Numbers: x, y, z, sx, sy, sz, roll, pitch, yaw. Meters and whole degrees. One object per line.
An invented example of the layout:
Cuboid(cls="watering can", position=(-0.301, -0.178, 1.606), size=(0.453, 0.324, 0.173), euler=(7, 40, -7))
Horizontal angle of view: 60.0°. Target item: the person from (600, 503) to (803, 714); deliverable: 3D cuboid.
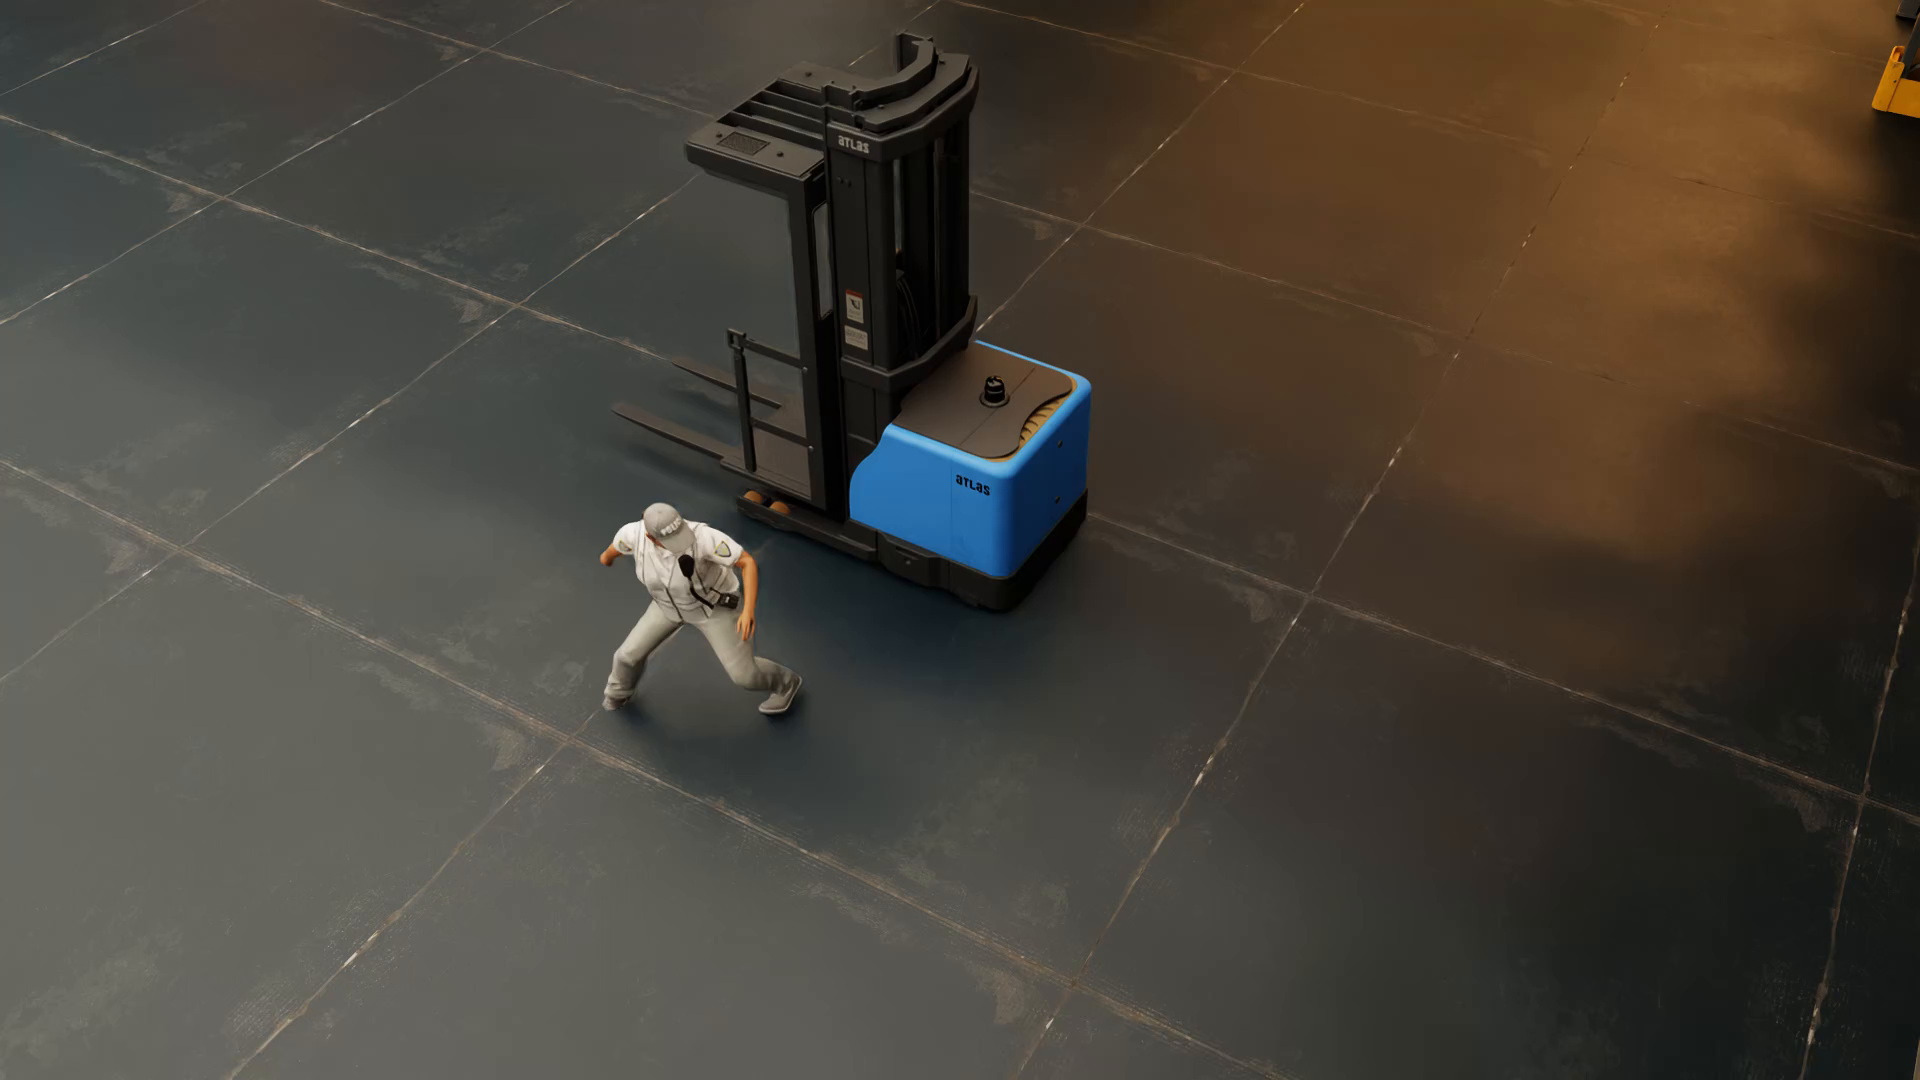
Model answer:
Cuboid(cls="person", position=(-1.438, 0.365, 8.548), size=(1.077, 1.611, 0.531), euler=(13, 43, 14))

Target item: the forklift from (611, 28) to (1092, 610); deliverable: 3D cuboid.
Cuboid(cls="forklift", position=(-0.764, -1.437, 9.415), size=(3.031, 2.935, 1.130), euler=(22, 46, 23))
